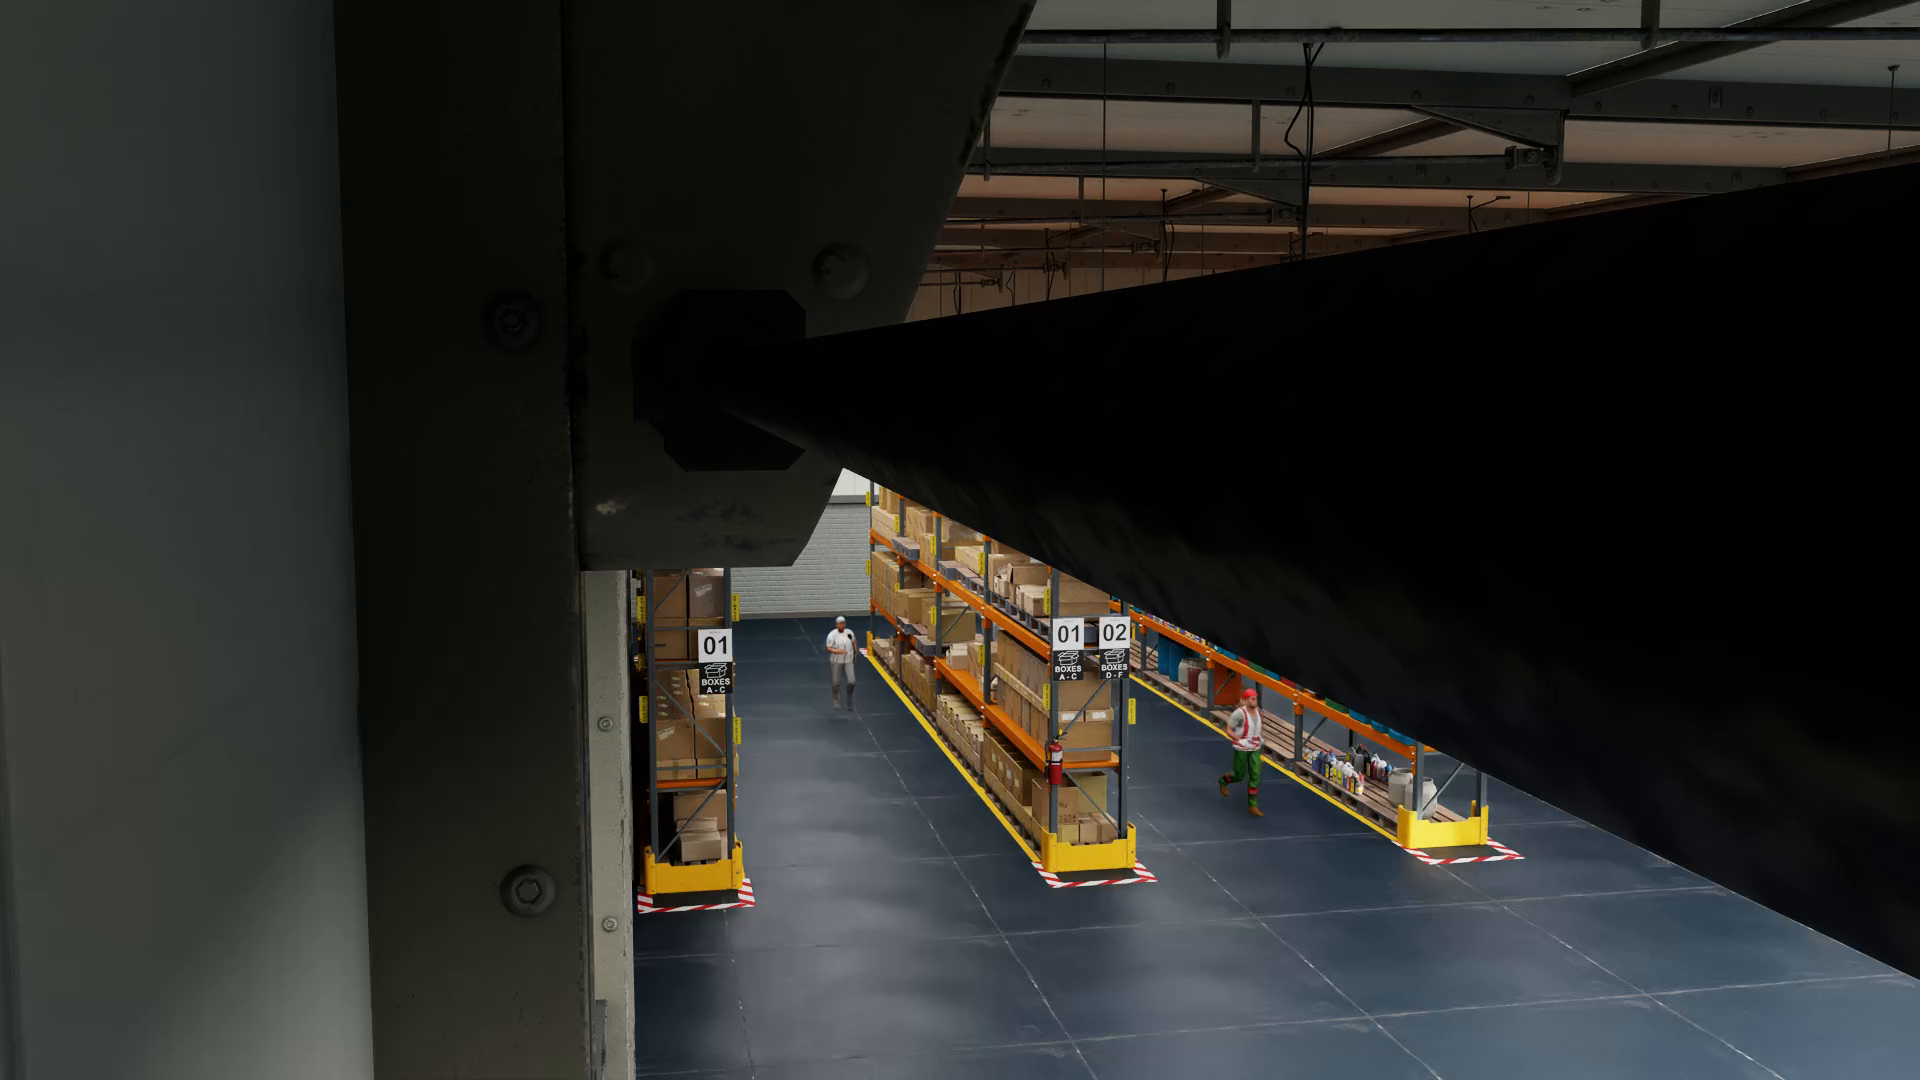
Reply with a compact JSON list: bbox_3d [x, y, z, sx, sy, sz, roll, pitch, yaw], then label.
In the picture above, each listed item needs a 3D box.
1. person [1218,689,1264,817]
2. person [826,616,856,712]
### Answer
[{"bbox_3d":[4.054,2.981,23.719,0.683,1.772,0.967,-4,7,-32],"label":"person"},{"bbox_3d":[-2.058,2.196,29.311,0.601,1.710,0.646,-2,6,-18],"label":"person"}]
